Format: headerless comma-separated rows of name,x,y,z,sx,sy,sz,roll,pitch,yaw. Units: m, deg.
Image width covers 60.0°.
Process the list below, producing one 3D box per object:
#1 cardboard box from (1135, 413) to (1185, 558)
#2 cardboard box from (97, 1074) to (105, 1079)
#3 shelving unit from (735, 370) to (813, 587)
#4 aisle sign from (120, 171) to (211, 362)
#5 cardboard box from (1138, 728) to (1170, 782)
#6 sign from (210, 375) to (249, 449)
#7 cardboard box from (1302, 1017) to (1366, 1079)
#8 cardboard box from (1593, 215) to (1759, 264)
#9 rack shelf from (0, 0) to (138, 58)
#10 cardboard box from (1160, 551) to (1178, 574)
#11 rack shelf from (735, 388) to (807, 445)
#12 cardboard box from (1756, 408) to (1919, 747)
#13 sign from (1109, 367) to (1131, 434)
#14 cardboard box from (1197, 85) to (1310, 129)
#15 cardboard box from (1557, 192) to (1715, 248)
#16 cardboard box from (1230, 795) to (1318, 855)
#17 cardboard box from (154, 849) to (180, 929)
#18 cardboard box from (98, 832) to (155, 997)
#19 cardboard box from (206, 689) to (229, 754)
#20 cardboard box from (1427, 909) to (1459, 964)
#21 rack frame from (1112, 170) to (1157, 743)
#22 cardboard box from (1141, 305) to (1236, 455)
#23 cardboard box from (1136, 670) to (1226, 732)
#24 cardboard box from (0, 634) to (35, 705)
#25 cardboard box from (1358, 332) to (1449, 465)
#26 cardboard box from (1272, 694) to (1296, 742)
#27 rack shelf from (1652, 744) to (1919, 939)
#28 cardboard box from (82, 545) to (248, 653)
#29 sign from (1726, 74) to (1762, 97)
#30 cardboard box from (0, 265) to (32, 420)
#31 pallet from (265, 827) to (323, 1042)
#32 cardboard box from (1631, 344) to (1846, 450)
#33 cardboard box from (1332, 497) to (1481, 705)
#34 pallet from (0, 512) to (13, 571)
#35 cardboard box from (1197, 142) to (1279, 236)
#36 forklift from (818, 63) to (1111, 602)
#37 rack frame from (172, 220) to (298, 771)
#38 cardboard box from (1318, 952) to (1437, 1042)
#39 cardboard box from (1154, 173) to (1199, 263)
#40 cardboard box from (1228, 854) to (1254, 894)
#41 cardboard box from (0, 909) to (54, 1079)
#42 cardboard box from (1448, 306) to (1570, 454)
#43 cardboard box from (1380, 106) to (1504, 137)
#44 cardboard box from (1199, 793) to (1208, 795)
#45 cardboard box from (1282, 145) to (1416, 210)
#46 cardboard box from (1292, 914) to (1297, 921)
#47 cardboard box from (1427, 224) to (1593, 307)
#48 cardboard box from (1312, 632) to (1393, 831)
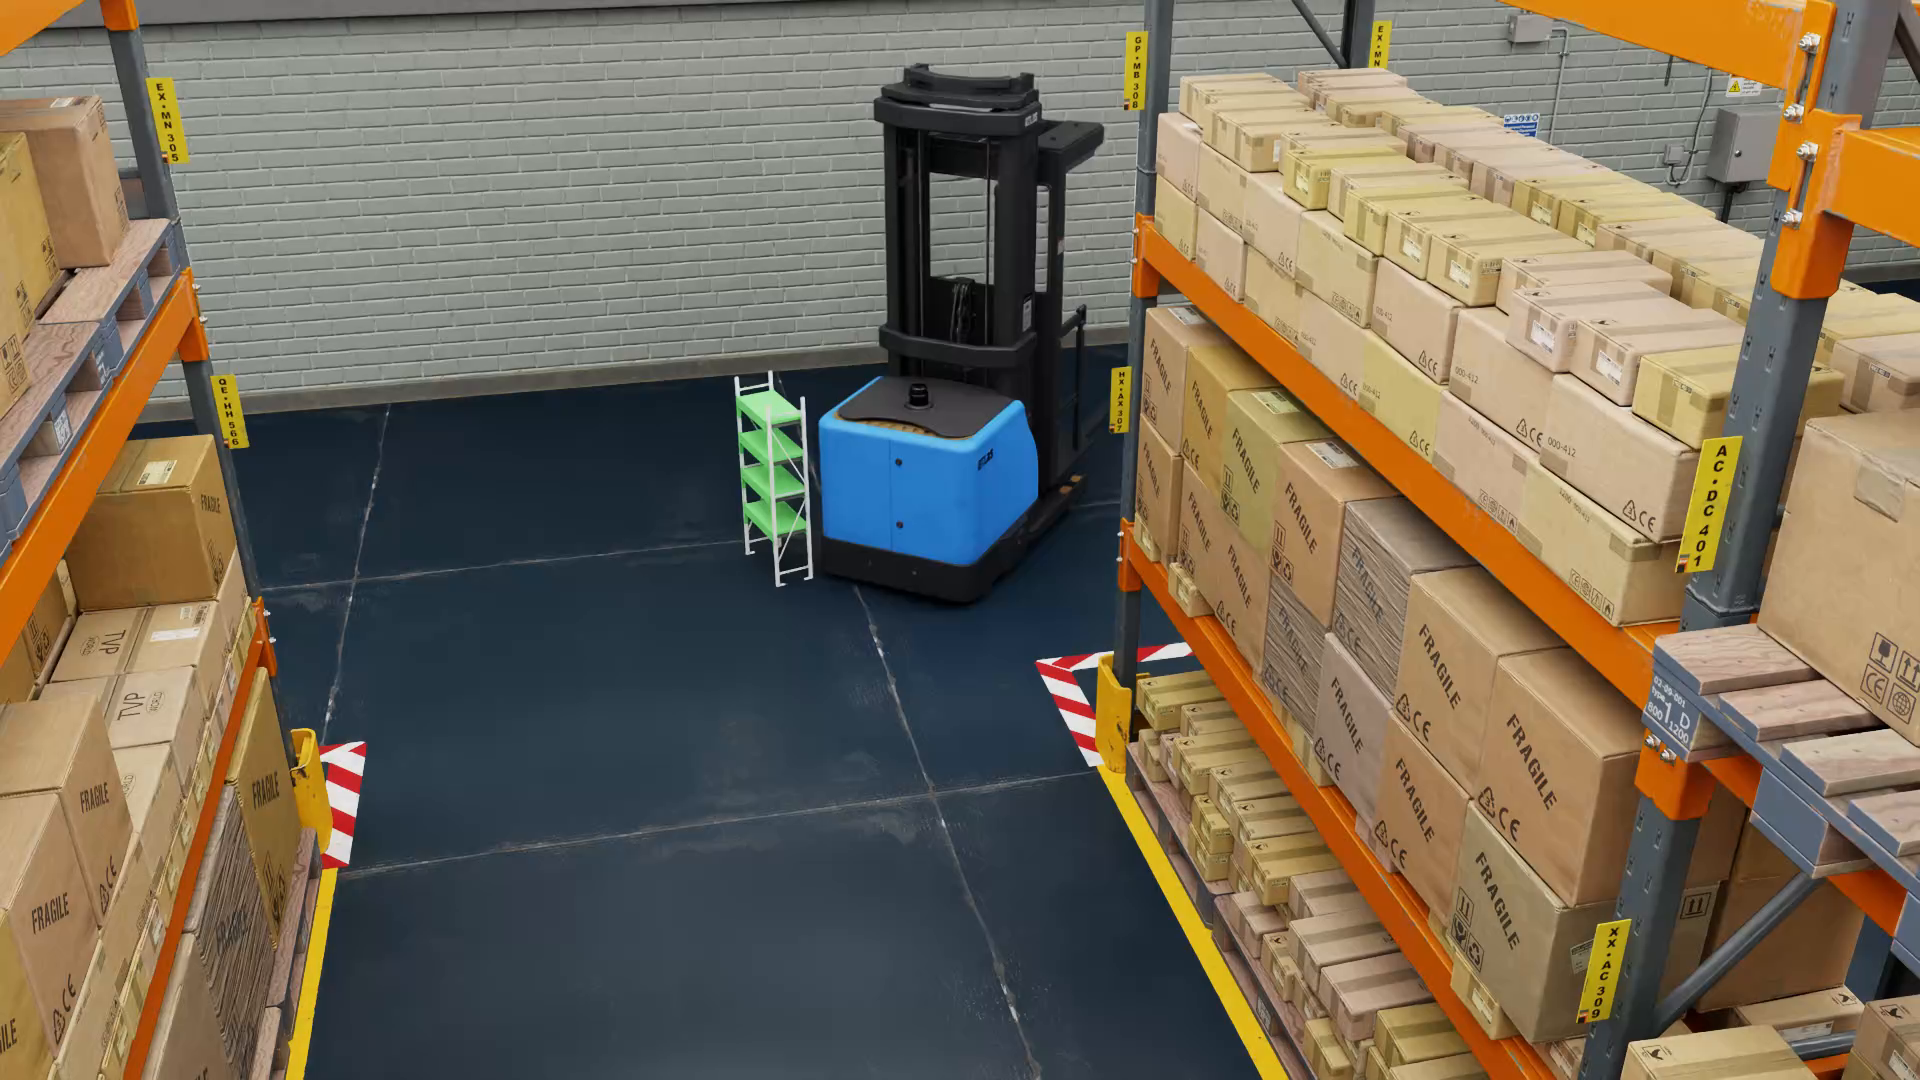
cardboard box,1.111,-0.272,7.519,0.500,0.500,0.500,-5,27,-9
cardboard box,-2.537,1.613,4.504,0.380,0.149,0.250,-5,27,-10
shelving unit,-1.135,-0.373,10.158,0.258,1.200,0.503,-14,30,-25
aisle sign,-3.300,-1.083,6.682,0.394,0.787,0.004,-6,27,-12
cardboard box,1.085,1.028,8.082,0.380,0.149,0.250,-5,27,-11
sign,-3.045,-0.532,6.928,0.100,0.325,0.005,-6,27,-12
cardboard box,1.527,1.929,6.296,0.380,0.149,0.250,-6,27,-12
cardboard box,2.118,-0.847,4.939,0.380,0.149,0.250,-7,28,-13
rack shelf,-3.126,-1.161,4.306,1.077,0.370,4.000,-6,27,-12
cardboard box,1.130,0.075,7.551,0.380,0.149,0.250,-5,27,-10
rack shelf,-1.135,-0.745,9.970,0.258,0.148,0.480,-14,30,-25
cardboard box,2.159,0.042,3.431,0.700,0.500,0.500,-6,27,-12
sign,0.750,-0.651,7.750,0.100,0.325,0.005,-6,27,-12
cardboard box,1.170,-1.714,6.657,0.380,0.149,0.250,-5,27,-10
cardboard box,2.101,-0.971,5.186,0.380,0.149,0.250,-5,27,-9
cardboard box,1.367,1.220,7.042,0.380,0.149,0.250,-5,27,-10
cardboard box,-2.770,1.160,5.402,0.380,0.149,0.250,-7,28,-13
cardboard box,-2.755,1.151,4.977,0.500,0.250,0.500,-5,27,-10
cardboard box,-3.004,0.709,6.295,0.380,0.149,0.250,-5,27,-11
cardboard box,1.722,1.221,5.280,0.380,0.149,0.250,-5,27,-10
rack frame,1.279,-0.320,8.055,1.000,3.000,0.127,-6,27,-12
cardboard box,1.121,-0.720,7.296,0.500,0.500,0.500,-6,27,-12
cardboard box,1.066,0.764,7.944,0.380,0.149,0.250,-7,28,-14
cardboard box,-3.496,0.423,5.586,0.500,0.500,0.500,-7,28,-13
cardboard box,1.590,-0.467,5.184,0.500,0.250,0.500,-6,27,-12
cardboard box,1.434,0.647,6.417,0.380,0.149,0.250,-5,27,-10
rack shelf,2.631,1.296,2.322,1.077,0.370,4.000,-6,27,-12
cardboard box,-3.209,0.259,6.743,0.500,0.250,0.500,-6,27,-12
sign,6.764,-3.943,14.317,0.339,0.242,0.001,-6,27,-12
cardboard box,-3.006,-0.538,4.471,0.700,0.500,0.500,-5,27,-9
pallet,-3.320,1.727,7.093,1.003,0.211,1.213,-6,27,-12
cardboard box,1.843,-0.347,3.948,0.380,0.149,0.250,-7,28,-14
cardboard box,1.588,0.181,5.512,0.500,0.500,0.500,-5,27,-10
pallet,-2.849,0.236,3.724,1.003,0.211,1.213,-6,27,-12
cardboard box,1.243,-1.367,6.412,0.500,0.250,0.500,-6,27,-12
forklift,0.222,-1.579,10.625,1.130,2.935,3.031,12,29,22
rack frame,-3.576,0.139,7.145,1.000,3.000,0.127,-6,27,-12
cardboard box,1.554,1.678,6.134,0.380,0.149,0.250,-7,28,-14
cardboard box,1.131,-1.369,6.971,0.500,0.250,0.500,-5,27,-10
cardboard box,1.388,1.468,7.210,0.380,0.149,0.250,-6,27,-11
cardboard box,-2.534,1.259,3.932,0.500,0.500,0.500,-6,27,-12
cardboard box,1.723,-0.466,4.626,0.500,0.250,0.500,-7,28,-14
cardboard box,1.824,-1.541,6.315,0.380,0.149,0.250,-6,27,-11
cardboard box,1.295,1.113,7.584,0.380,0.149,0.250,-6,27,-11
cardboard box,1.342,-1.253,5.744,0.380,0.149,0.250,-5,27,-10
cardboard box,1.552,1.578,6.662,0.380,0.149,0.250,-5,27,-9
cardboard box,1.601,-0.804,4.853,0.380,0.149,0.250,-7,28,-14
cardboard box,1.569,0.629,5.735,0.500,0.500,0.500,-6,27,-12
